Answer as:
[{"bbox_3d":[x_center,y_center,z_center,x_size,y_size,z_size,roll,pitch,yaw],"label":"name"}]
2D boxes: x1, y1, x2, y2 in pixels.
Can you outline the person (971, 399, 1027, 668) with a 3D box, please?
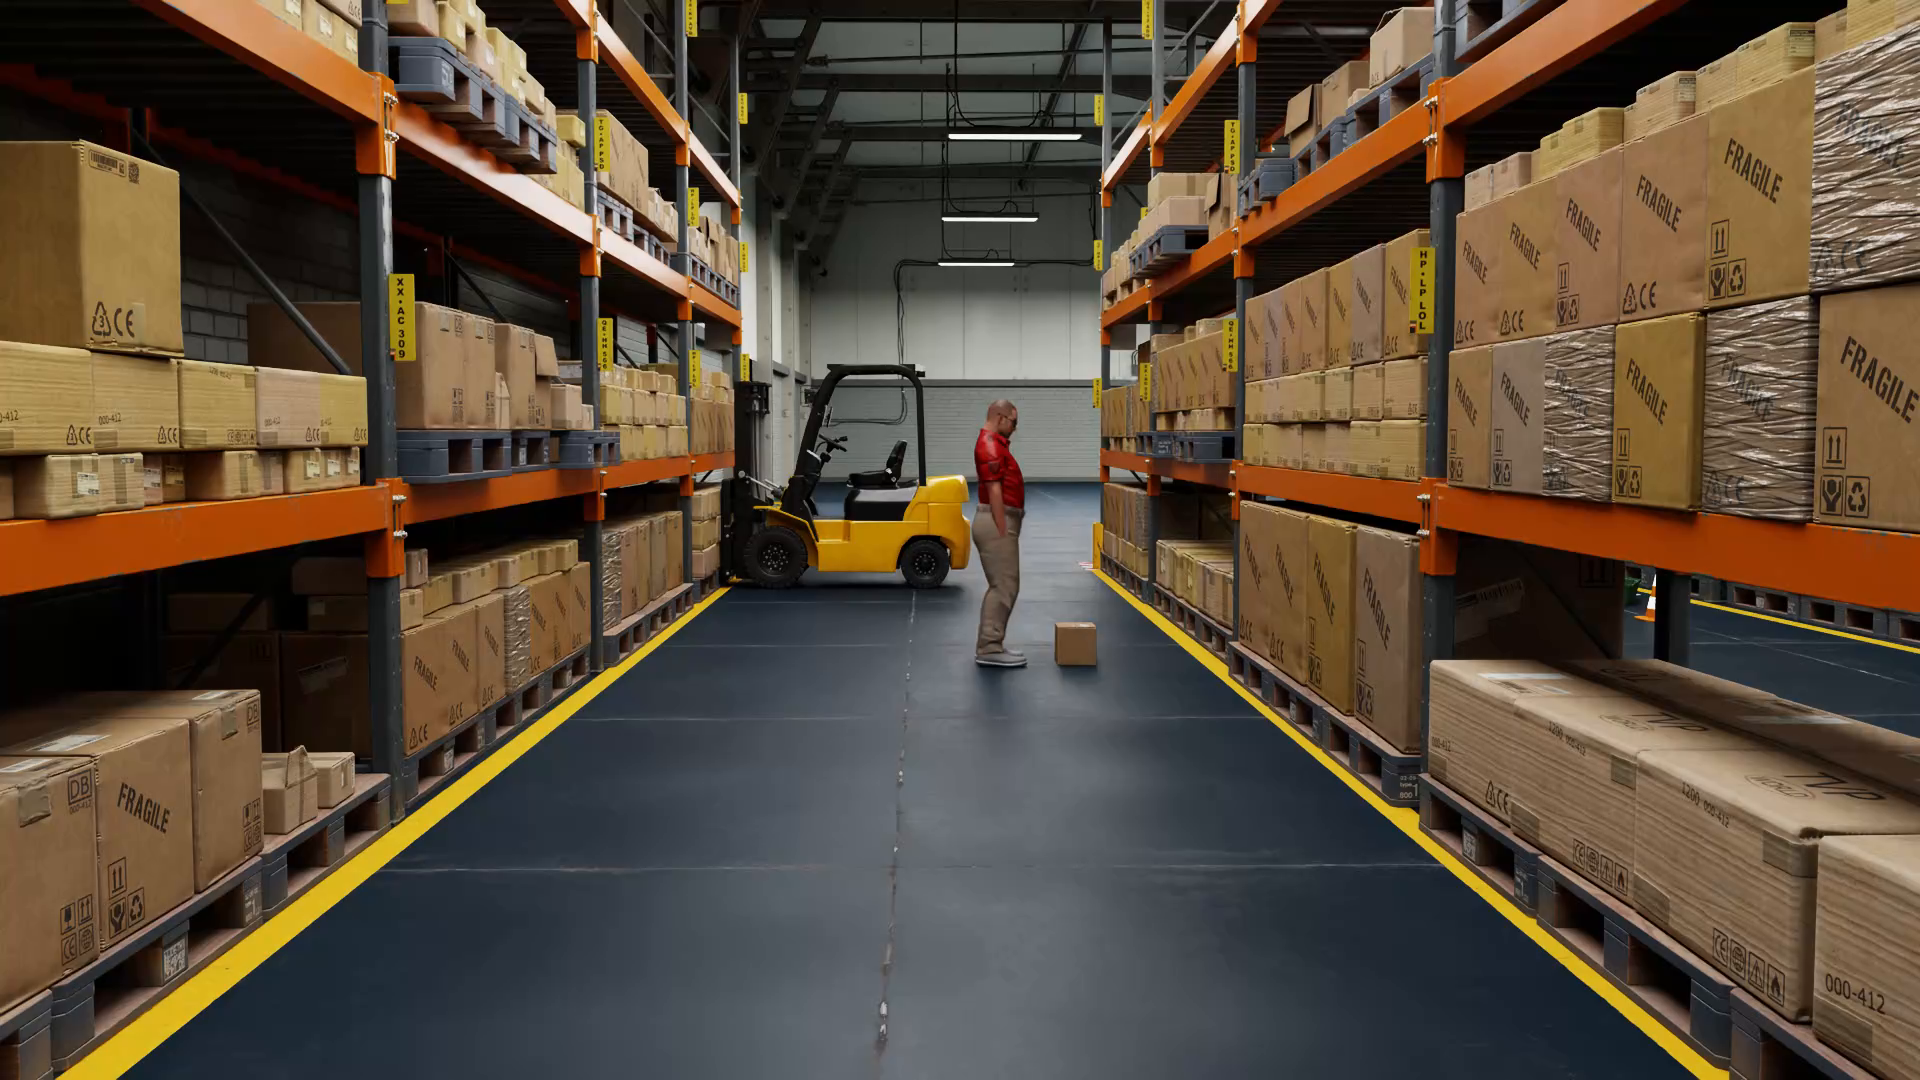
[{"bbox_3d":[0.253,-0.051,10.799,0.357,1.717,0.534,0,4,0],"label":"person"}]
